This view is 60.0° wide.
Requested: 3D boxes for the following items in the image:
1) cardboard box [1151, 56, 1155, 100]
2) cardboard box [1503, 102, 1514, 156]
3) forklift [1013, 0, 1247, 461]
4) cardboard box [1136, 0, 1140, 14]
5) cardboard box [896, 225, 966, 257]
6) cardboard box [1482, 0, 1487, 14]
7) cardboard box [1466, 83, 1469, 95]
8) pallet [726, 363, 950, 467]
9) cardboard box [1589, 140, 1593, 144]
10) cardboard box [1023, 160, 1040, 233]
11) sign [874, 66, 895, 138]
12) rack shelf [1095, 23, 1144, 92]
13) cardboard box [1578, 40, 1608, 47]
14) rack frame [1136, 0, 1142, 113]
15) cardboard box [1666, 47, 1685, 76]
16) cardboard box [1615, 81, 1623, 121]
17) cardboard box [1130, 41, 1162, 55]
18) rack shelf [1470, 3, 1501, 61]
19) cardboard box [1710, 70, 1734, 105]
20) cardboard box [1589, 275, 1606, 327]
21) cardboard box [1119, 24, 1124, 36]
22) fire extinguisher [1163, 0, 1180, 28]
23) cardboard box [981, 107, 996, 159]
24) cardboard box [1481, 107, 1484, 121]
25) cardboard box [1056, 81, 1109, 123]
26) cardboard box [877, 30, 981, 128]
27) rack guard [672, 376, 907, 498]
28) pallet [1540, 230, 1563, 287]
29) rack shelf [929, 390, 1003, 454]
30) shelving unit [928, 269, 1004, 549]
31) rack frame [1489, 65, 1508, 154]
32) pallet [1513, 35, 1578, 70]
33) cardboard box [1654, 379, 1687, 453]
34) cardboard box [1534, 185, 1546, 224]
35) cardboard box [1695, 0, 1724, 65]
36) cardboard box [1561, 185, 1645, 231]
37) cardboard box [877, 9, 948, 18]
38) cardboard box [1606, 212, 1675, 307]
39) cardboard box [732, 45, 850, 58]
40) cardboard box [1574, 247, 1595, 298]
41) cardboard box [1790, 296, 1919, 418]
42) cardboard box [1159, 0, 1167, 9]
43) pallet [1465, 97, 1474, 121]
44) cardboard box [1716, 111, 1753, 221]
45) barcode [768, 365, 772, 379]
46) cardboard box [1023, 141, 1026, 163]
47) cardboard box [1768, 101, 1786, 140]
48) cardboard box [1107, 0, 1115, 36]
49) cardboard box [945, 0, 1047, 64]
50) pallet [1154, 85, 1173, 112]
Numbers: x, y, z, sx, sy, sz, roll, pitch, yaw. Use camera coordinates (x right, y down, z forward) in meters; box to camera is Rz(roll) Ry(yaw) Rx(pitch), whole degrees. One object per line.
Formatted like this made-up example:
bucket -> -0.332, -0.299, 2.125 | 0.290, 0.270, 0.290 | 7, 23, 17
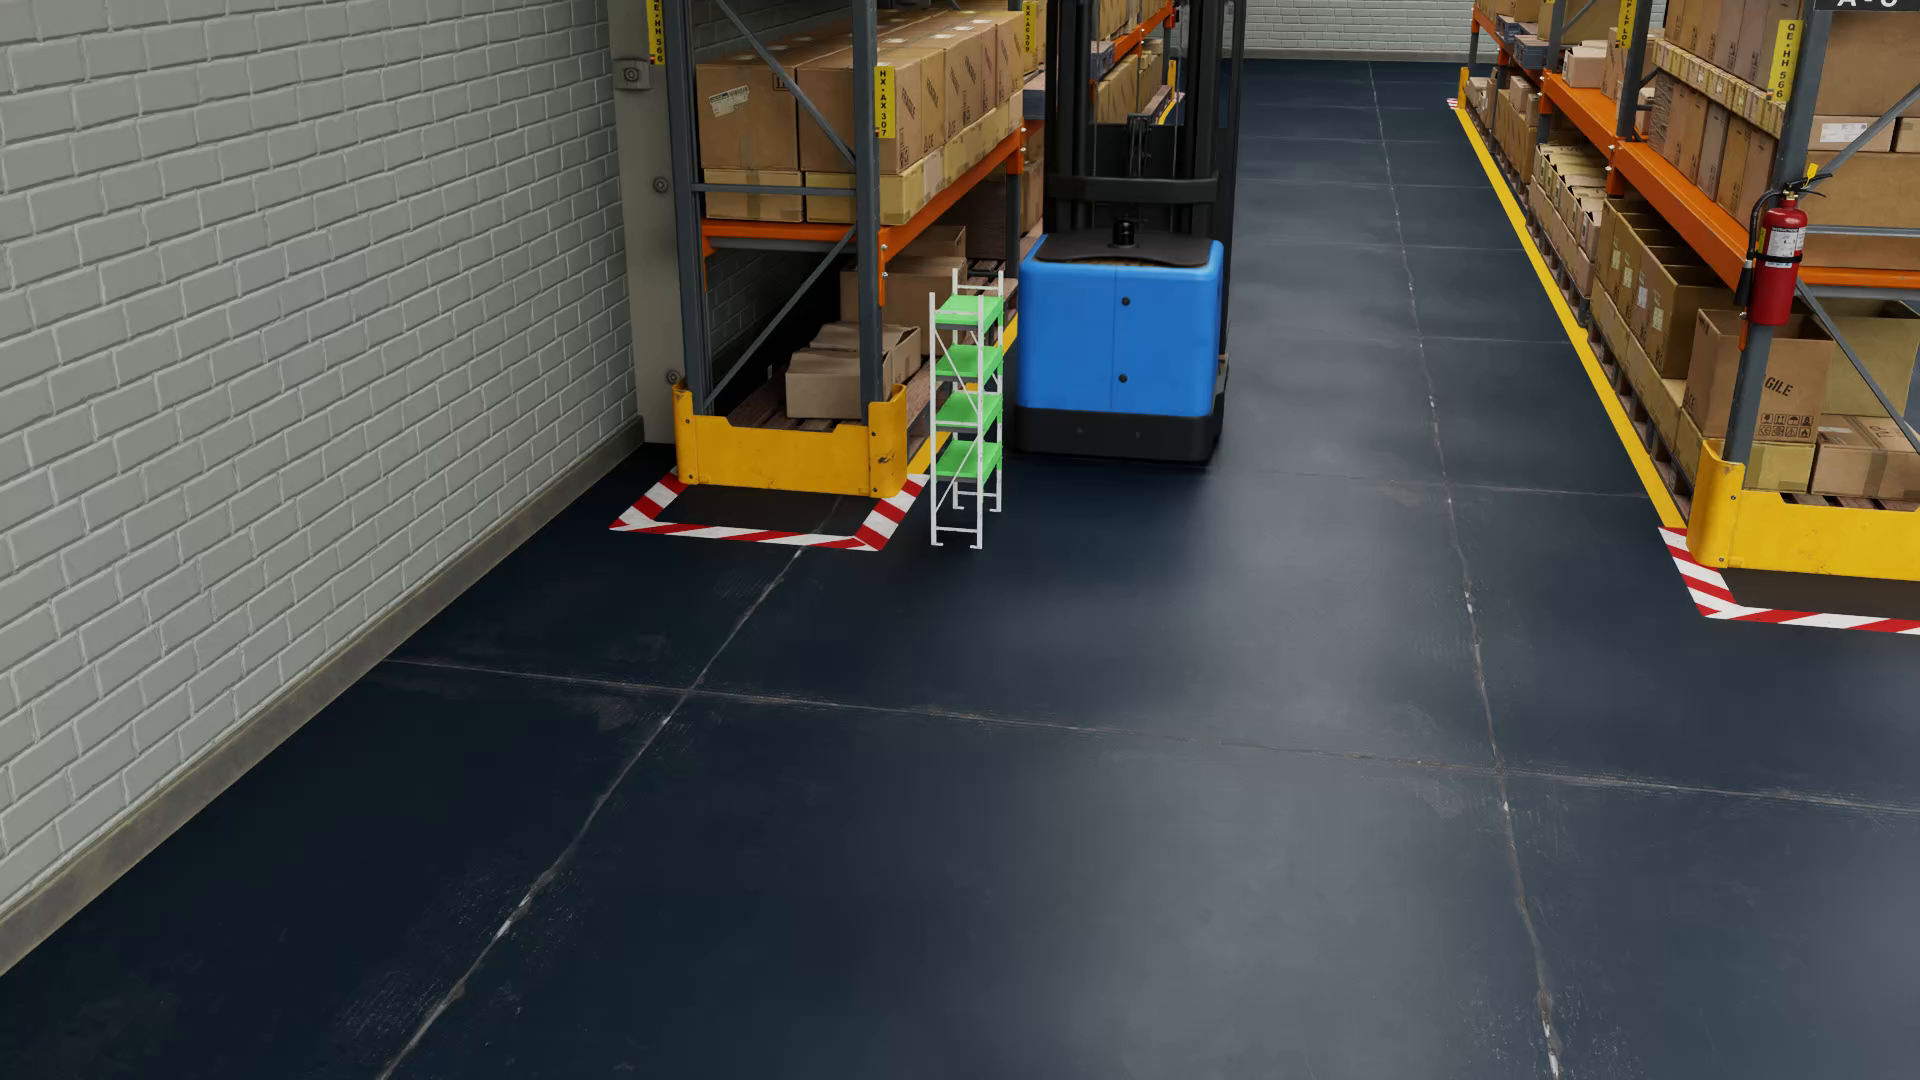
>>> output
cardboard box -> 2.131, -5.933, 21.355 | 0.700, 0.500, 0.500 | 4, 22, 9
cardboard box -> 5.870, -4.198, 17.018 | 0.500, 0.500, 0.500 | 5, 22, 12
forklift -> 1.063, -2.287, 9.609 | 1.130, 2.935, 3.031 | 4, 22, 10
cardboard box -> 1.716, -6.071, 18.355 | 0.500, 0.500, 0.500 | 4, 22, 10
cardboard box -> -0.241, -1.802, 11.070 | 0.500, 0.500, 0.500 | 3, 22, 7
cardboard box -> 6.676, -6.684, 20.301 | 0.500, 0.500, 0.500 | 4, 22, 11
cardboard box -> 6.757, -5.824, 21.503 | 0.380, 0.166, 0.250 | 4, 22, 11
pallet -> -0.669, -0.706, 9.324 | 1.003, 0.211, 1.213 | 4, 22, 11
cardboard box -> 5.970, -3.416, 15.077 | 0.500, 0.500, 0.500 | 5, 23, 13
cardboard box -> 0.265, -2.831, 13.626 | 0.700, 0.500, 0.500 | 5, 22, 12
sign -> -0.354, -2.037, 7.738 | 0.100, 0.325, 0.005 | 4, 22, 11
rack shelf -> 1.156, -5.001, 17.218 | 1.077, 0.370, 4.000 | 4, 22, 11
cardboard box -> 5.481, -4.056, 14.028 | 0.500, 0.311, 0.500 | 6, 23, 14
rack frame -> 1.564, -6.066, 18.900 | 1.000, 3.000, 0.127 | 4, 22, 11
cardboard box -> 4.435, -2.841, 9.891 | 0.380, 0.149, 0.250 | 4, 22, 10
cardboard box -> 4.781, -3.037, 11.559 | 0.396, 0.266, 0.258 | 4, 22, 10
cardboard box -> 2.436, -6.447, 21.761 | 0.380, 0.149, 0.250 | 5, 22, 12
rack shelf -> 6.822, -6.087, 19.916 | 1.077, 0.370, 4.000 | 4, 22, 11
cardboard box -> 4.171, -2.370, 8.721 | 0.380, 0.149, 0.250 | 4, 22, 10
cardboard box -> 4.390, -1.537, 10.772 | 0.500, 0.250, 0.500 | 4, 22, 11
cardboard box -> 1.535, -5.442, 17.662 | 0.380, 0.149, 0.250 | 4, 22, 11
fire extinguisher -> 2.863, -7.340, 22.666 | 0.296, 0.674, 0.183 | 4, 22, 11
cardboard box -> -0.066, -2.517, 10.261 | 0.500, 0.250, 0.500 | 4, 22, 11
cardboard box -> 6.270, -4.943, 19.339 | 0.380, 0.149, 0.250 | 4, 22, 11
cardboard box -> 1.026, -4.059, 16.233 | 0.750, 0.750, 0.750 | 4, 22, 10
cardboard box -> -0.177, -2.675, 9.649 | 0.500, 0.500, 0.500 | 5, 23, 13
rack guard -> -0.869, -0.545, 8.539 | 1.175, 0.500, 0.348 | 4, 22, 11
pallet -> 5.141, -2.190, 13.009 | 1.003, 0.211, 1.213 | 4, 22, 11
rack shelf -> 0.034, -0.558, 7.804 | 0.258, 0.148, 0.480 | 4, 22, 11
shelving unit -> 0.034, -0.617, 7.780 | 0.258, 1.200, 0.503 | 4, 22, 11
rack frame -> 6.414, -5.690, 17.965 | 1.000, 3.000, 0.127 | 4, 22, 11
pallet -> 5.667, -4.391, 14.998 | 1.213, 0.211, 1.003 | 4, 22, 11
cardboard box -> 3.876, -0.623, 8.503 | 0.500, 0.250, 0.500 | 4, 22, 11
cardboard box -> 5.102, -2.793, 13.892 | 0.500, 0.250, 0.500 | 4, 22, 9
cardboard box -> 4.493, -2.881, 9.122 | 0.700, 0.500, 0.500 | 4, 22, 11
cardboard box -> 4.788, -2.486, 12.380 | 0.500, 0.311, 0.500 | 4, 22, 11
cardboard box -> -0.369, -3.272, 11.132 | 0.500, 0.500, 0.500 | 4, 22, 10
cardboard box -> 4.286, -1.702, 10.178 | 0.500, 0.500, 0.500 | 4, 22, 11
cardboard box -> -0.884, -2.337, 8.810 | 0.500, 0.500, 0.500 | 5, 22, 12
cardboard box -> 4.582, -1.857, 11.567 | 0.500, 0.250, 0.500 | 4, 22, 10
cardboard box -> 4.393, -0.930, 8.263 | 0.500, 0.500, 0.500 | 4, 22, 11
cardboard box -> 2.148, -7.214, 21.348 | 0.980, 0.700, 0.700 | 4, 22, 10
pallet -> 7.053, -5.539, 21.326 | 1.003, 0.211, 1.213 | 4, 22, 11
cardboard box -> 4.283, -1.891, 8.399 | 0.700, 0.500, 0.500 | 5, 22, 11
barcode -> -1.043, -0.921, 9.124 | 0.001, 0.075, 0.075 | 4, 22, 11
cardboard box -> 0.254, -3.155, 13.425 | 0.500, 0.250, 0.500 | 4, 22, 9
cardboard box -> 3.909, -1.898, 7.550 | 0.380, 0.149, 0.250 | 5, 22, 12
cardboard box -> 1.213, -5.145, 16.056 | 0.500, 0.500, 0.500 | 5, 23, 13
cardboard box -> 0.293, -4.021, 13.100 | 0.700, 0.500, 0.500 | 8, 23, 18
pallet -> 2.293, -5.937, 22.312 | 1.003, 0.211, 1.213 | 4, 22, 11
